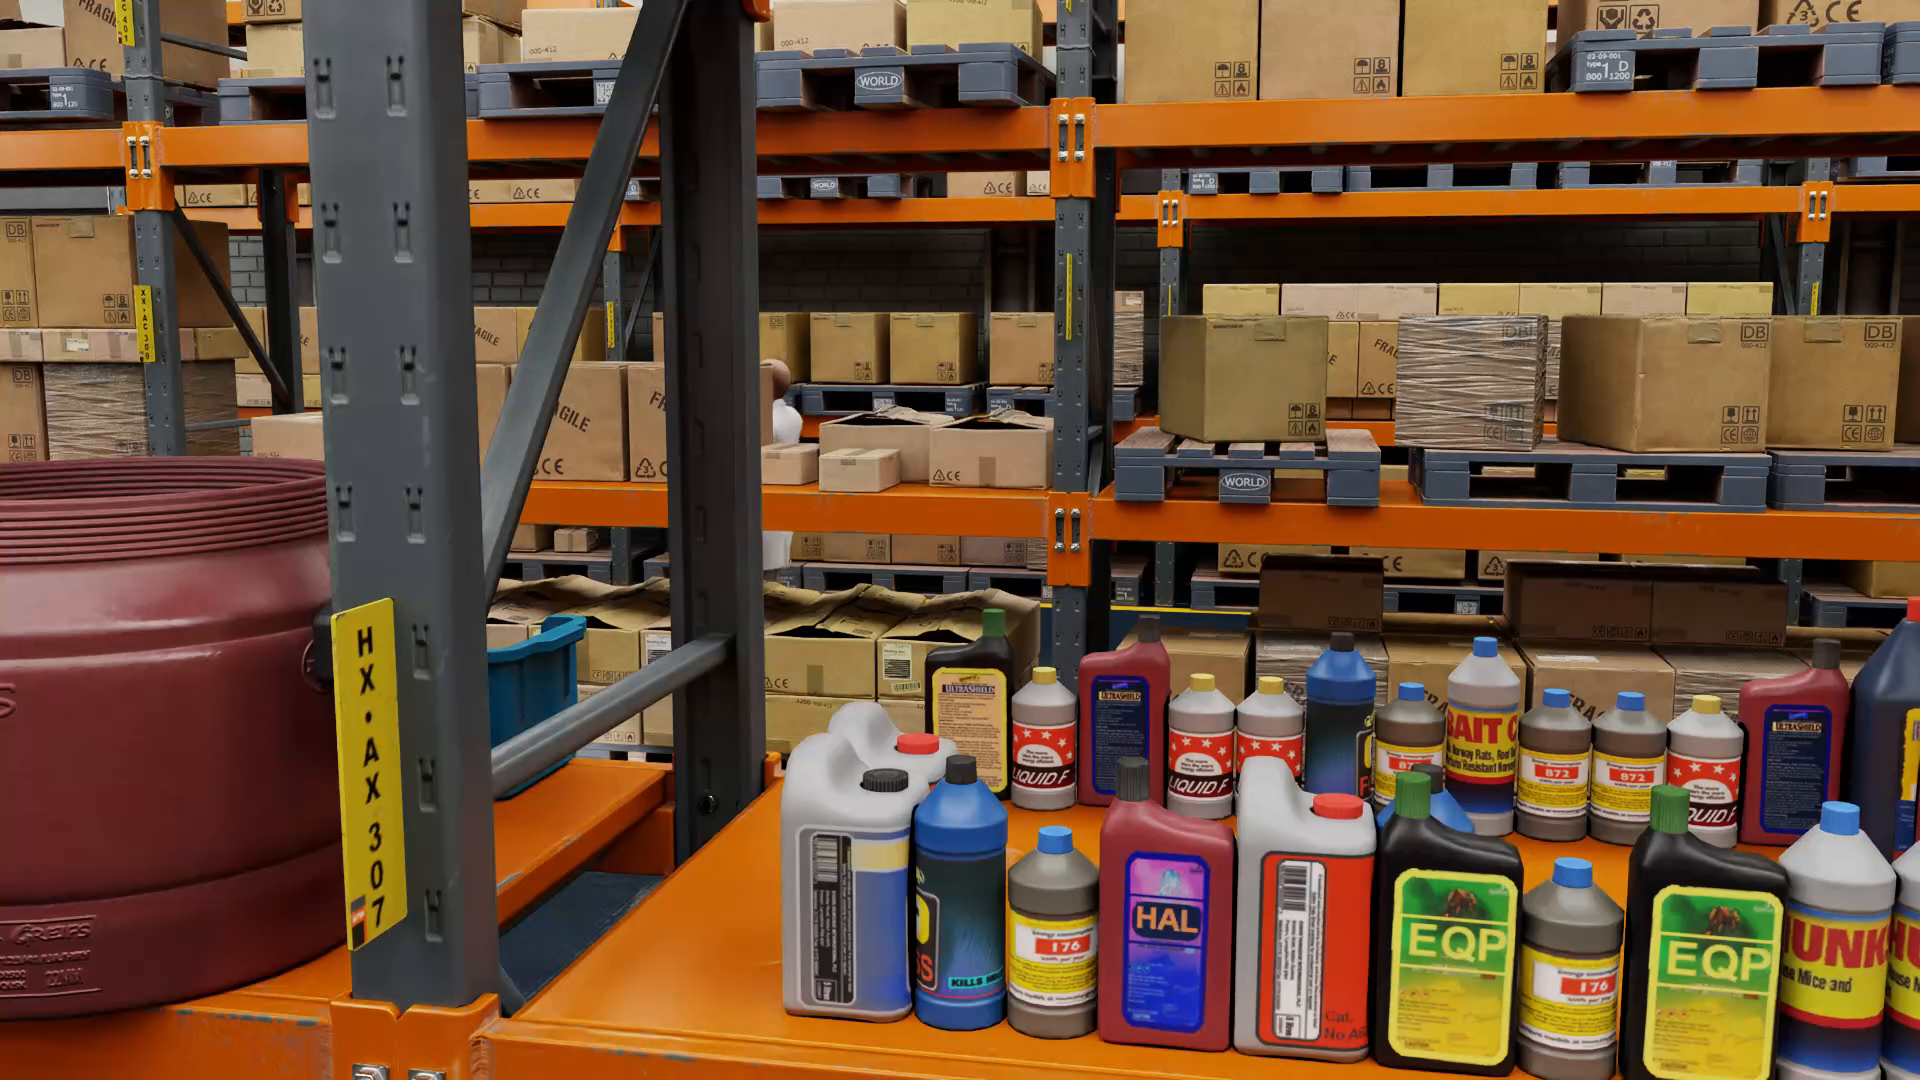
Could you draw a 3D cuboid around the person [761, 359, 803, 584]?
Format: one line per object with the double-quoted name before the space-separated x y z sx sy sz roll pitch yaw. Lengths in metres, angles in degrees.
"person" -1.135 -0.080 8.933 0.521 1.780 0.568 2 8 12
